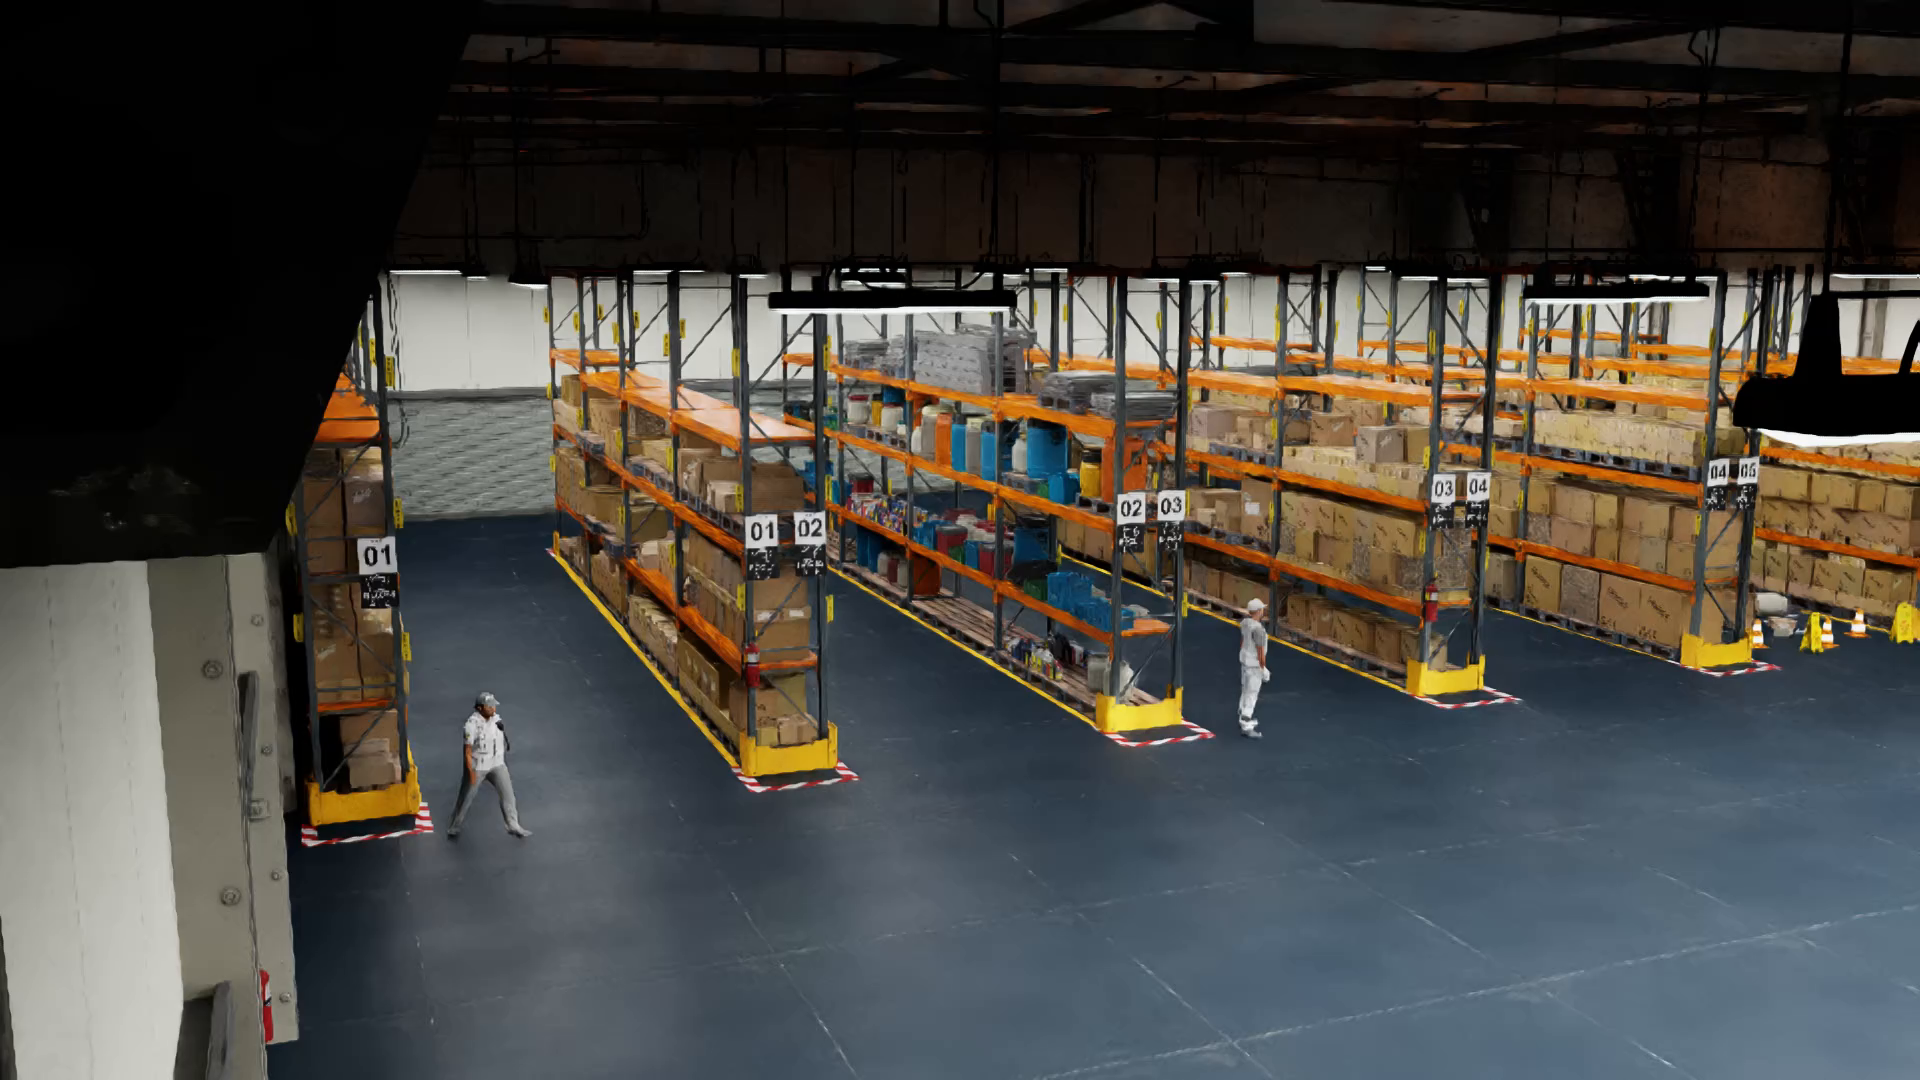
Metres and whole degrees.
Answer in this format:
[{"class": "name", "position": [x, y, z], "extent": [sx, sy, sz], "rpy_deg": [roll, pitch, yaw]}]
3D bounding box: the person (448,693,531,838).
[{"class": "person", "position": [-5.159, 2.434, 17.989], "extent": [0.918, 1.626, 0.587], "rpy_deg": [9, 13, 41]}]

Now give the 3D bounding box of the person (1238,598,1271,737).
[{"class": "person", "position": [3.862, 1.644, 21.938], "extent": [0.391, 1.793, 0.711], "rpy_deg": [-2, 10, -12]}]
